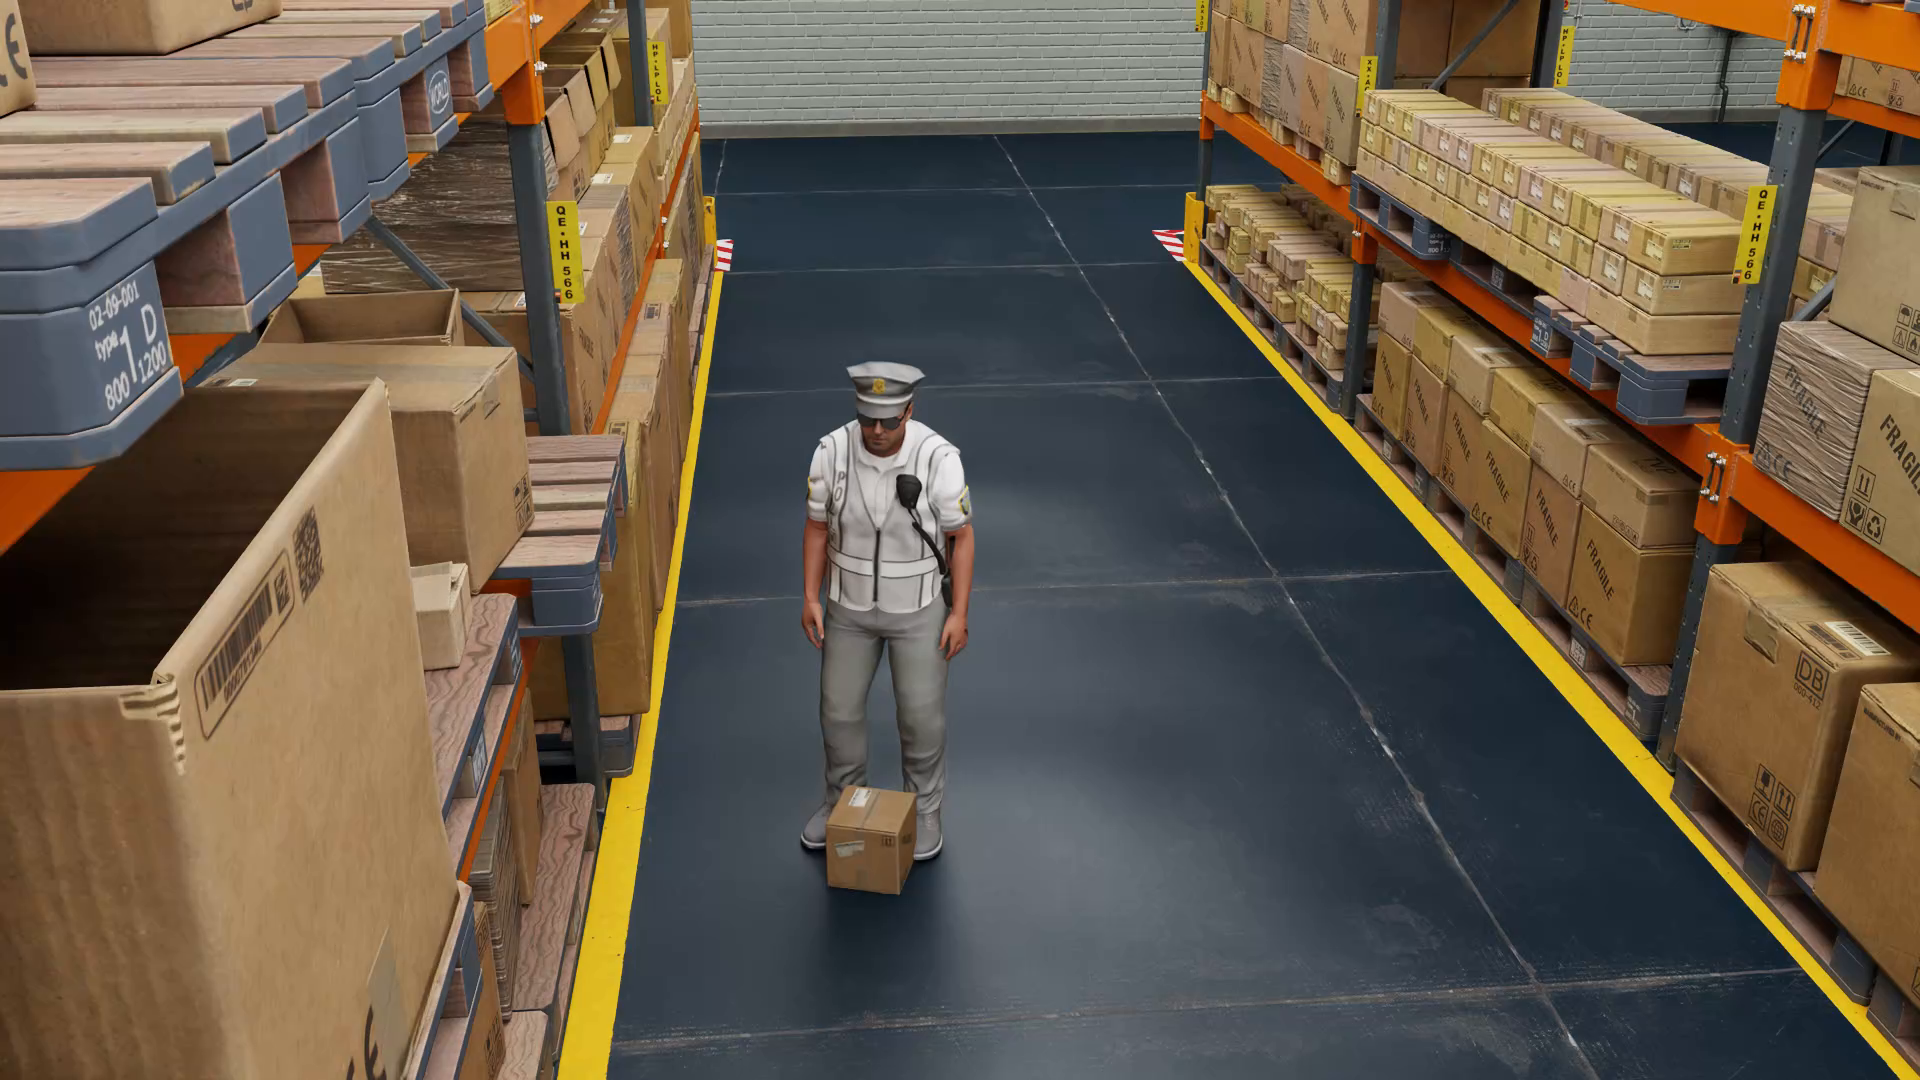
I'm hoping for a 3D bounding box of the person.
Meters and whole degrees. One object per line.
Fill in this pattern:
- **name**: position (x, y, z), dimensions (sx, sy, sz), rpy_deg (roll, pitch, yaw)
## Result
- **person**: position (-0.245, 0.219, 5.590), dimensions (0.584, 1.747, 0.435), rpy_deg (4, 24, 10)
